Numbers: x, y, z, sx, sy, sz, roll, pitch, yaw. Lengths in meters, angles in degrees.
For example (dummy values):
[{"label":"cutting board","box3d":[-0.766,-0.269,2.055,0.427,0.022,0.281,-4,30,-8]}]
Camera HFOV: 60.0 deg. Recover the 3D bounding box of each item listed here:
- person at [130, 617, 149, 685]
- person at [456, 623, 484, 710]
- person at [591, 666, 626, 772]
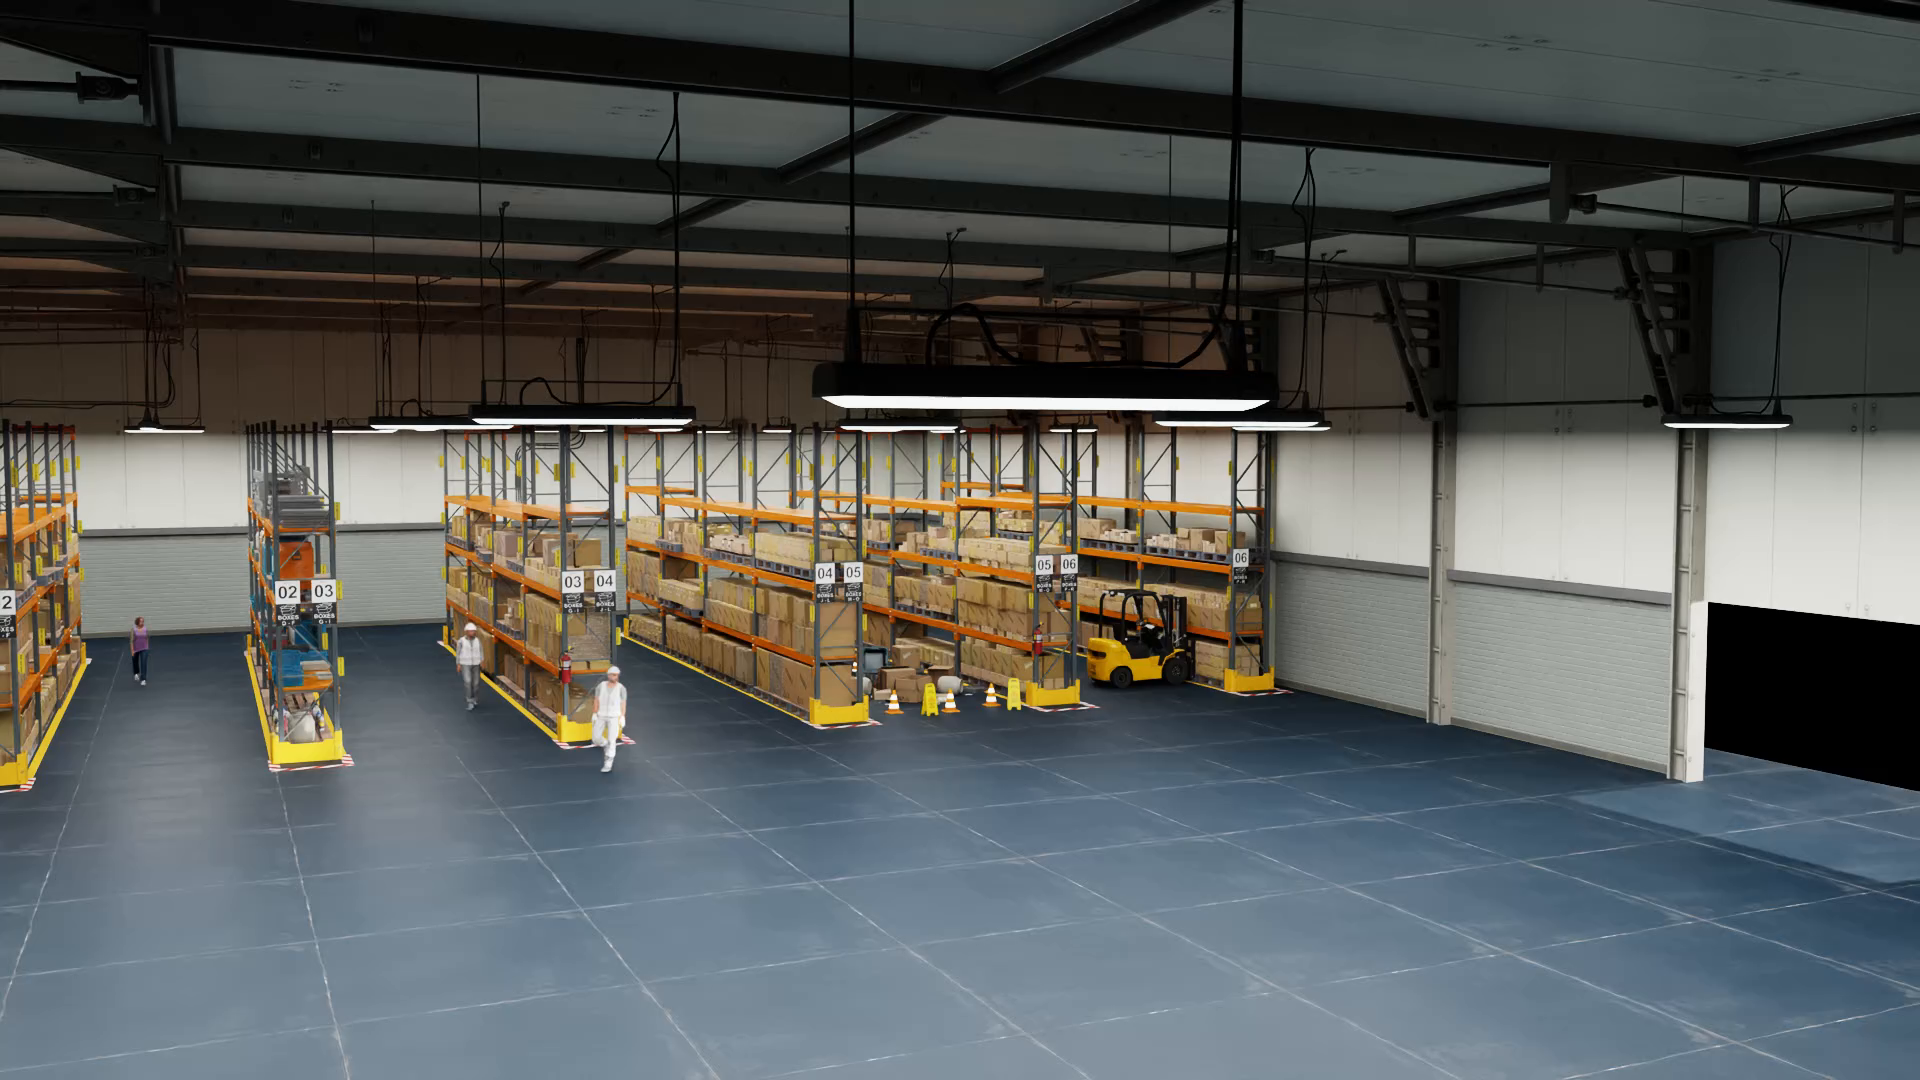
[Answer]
[{"label":"person","box3d":[-18.908,2.531,38.313,0.385,1.551,0.899,-2,4,-25]},{"label":"person","box3d":[-10.294,2.664,35.131,0.570,1.773,0.752,-2,4,-34]},{"label":"person","box3d":[-6.012,3.048,28.459,0.576,1.772,0.662,0,4,-1]}]
